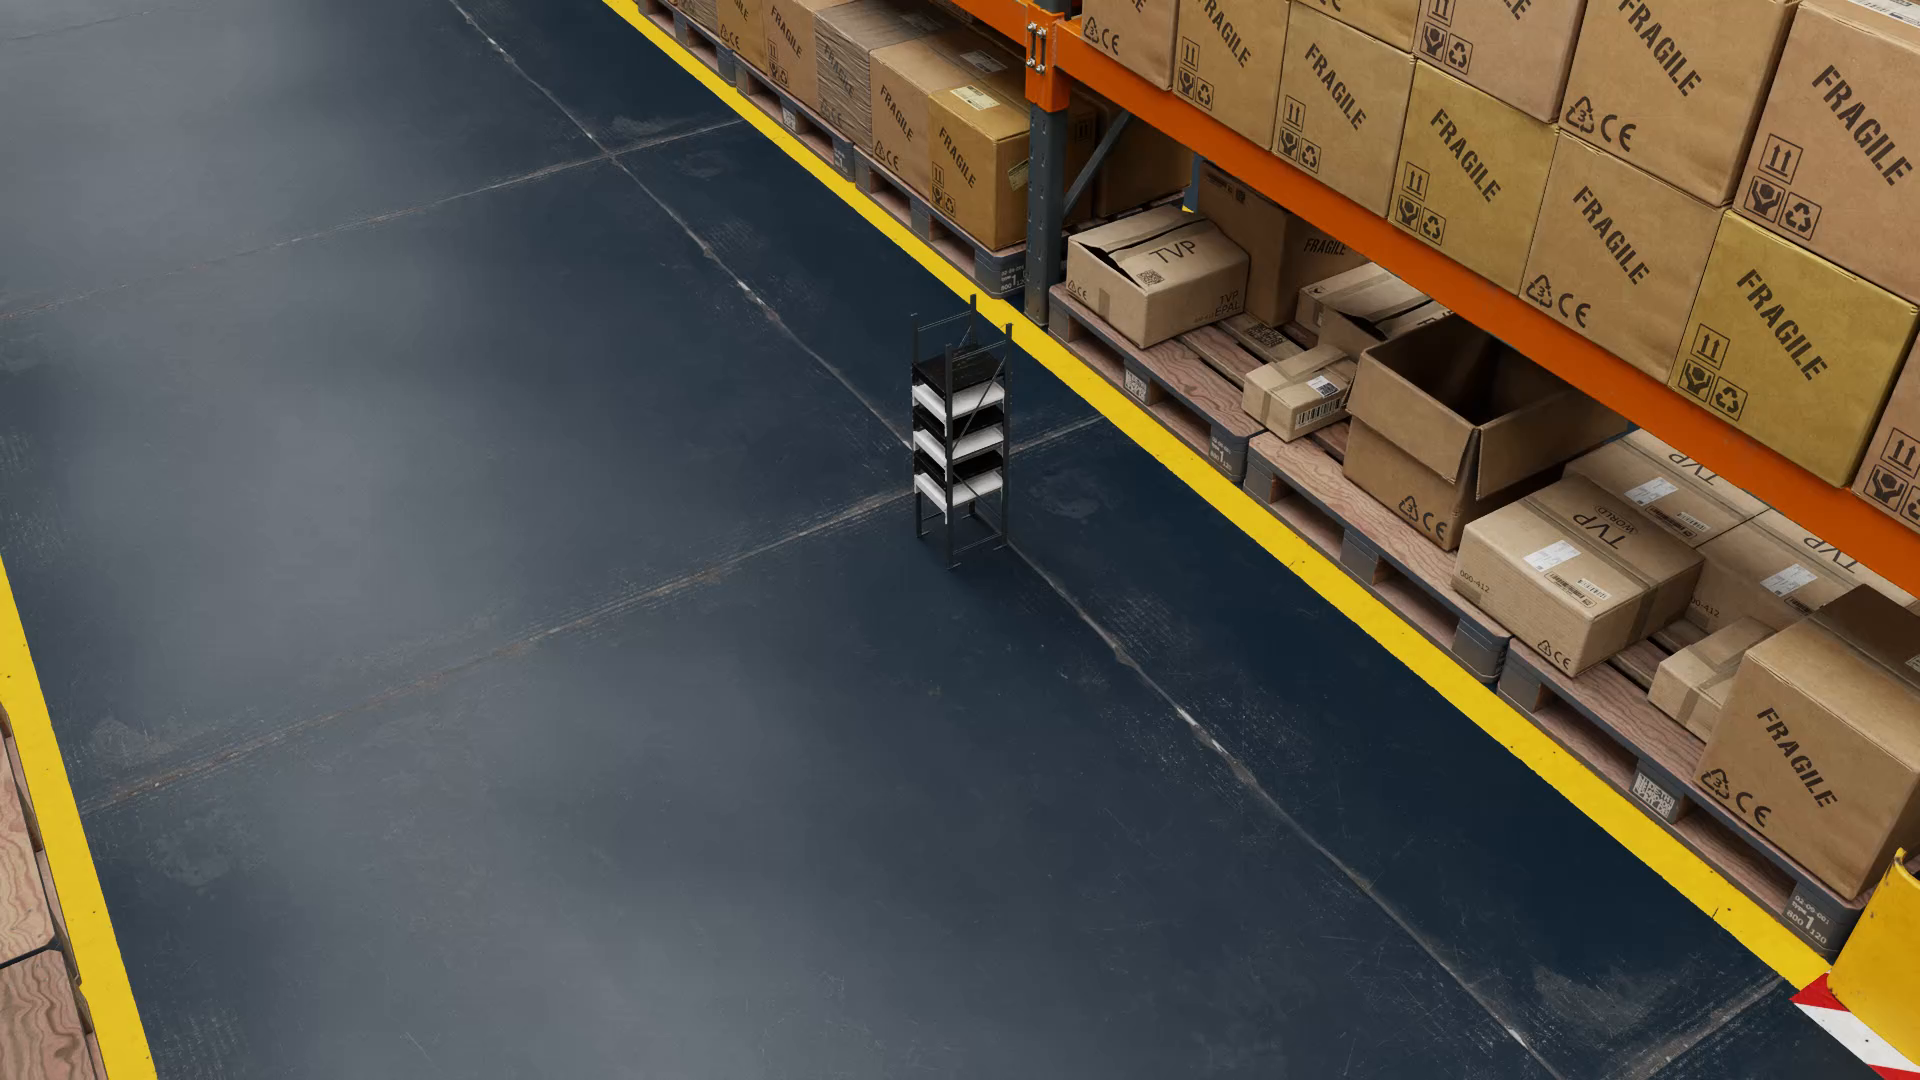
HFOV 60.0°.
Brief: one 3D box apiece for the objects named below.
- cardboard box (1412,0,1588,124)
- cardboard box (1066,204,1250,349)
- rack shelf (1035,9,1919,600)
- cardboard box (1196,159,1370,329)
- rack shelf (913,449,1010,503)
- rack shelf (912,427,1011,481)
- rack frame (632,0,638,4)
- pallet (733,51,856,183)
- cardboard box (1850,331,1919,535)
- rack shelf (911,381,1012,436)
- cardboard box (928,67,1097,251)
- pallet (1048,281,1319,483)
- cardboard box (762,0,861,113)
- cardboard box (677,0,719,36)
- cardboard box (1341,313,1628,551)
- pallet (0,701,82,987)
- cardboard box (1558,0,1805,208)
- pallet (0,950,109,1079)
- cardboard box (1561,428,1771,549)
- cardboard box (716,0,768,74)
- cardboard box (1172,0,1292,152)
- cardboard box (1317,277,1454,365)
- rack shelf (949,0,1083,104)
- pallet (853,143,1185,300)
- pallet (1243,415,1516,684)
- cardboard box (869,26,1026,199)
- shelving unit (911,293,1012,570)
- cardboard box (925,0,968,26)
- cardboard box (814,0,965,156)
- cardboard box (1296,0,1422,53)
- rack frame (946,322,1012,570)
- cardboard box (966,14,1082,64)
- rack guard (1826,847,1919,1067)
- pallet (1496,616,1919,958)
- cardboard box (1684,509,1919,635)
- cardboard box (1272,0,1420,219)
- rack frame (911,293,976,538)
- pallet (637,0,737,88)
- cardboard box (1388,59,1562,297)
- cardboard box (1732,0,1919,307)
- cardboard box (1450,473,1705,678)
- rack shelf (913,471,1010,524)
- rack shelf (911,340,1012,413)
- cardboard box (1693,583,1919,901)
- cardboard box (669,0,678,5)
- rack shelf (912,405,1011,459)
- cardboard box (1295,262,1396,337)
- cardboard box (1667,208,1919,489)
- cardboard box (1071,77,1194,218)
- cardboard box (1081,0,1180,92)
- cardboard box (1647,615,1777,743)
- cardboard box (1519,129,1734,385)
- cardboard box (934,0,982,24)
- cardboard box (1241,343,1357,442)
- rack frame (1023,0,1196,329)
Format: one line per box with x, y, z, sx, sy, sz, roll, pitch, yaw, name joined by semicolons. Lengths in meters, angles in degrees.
1.565;-1.455;4.294;0.500;0.500;0.500;-21;44;-23;cardboard box
0.760;-1.053;6.427;0.500;0.311;0.500;-22;45;-24;cardboard box
1.792;-0.862;5.003;1.077;0.370;4.000;-22;45;-24;rack shelf
1.263;-1.217;6.476;0.500;0.500;0.500;-22;45;-24;cardboard box
0.004;-0.247;5.536;0.258;0.077;0.200;-22;45;-24;rack shelf
0.004;-0.316;5.478;0.258;0.077;0.200;-22;45;-24;rack shelf
-1.434;-4.377;8.659;1.000;3.000;0.127;-22;45;-24;rack frame
-0.412;-2.232;8.263;1.003;0.211;1.213;-22;45;-24;pallet
2.398;-0.245;3.623;0.500;0.500;0.500;-21;44;-23;cardboard box
0.004;-0.454;5.363;0.258;0.077;0.200;-22;45;-24;rack shelf
0.210;-1.594;6.929;0.500;0.500;0.500;-22;45;-25;cardboard box
1.086;-0.775;6.516;1.003;0.211;1.213;-22;45;-24;pallet
-0.593;-2.408;7.906;0.500;0.500;0.500;-24;45;-26;cardboard box
-1.144;-2.961;8.569;0.500;0.500;0.500;-24;45;-26;cardboard box
1.732;-0.416;5.512;0.797;0.503;0.637;-22;45;-24;cardboard box
-3.033;0.940;4.457;1.003;0.211;1.213;-22;45;-24;pallet
1.842;-1.178;3.961;0.500;0.500;0.500;-21;44;-23;cardboard box
-2.373;1.599;3.666;1.003;0.211;1.213;-22;45;-24;pallet
2.277;-0.102;5.334;0.500;0.250;0.500;-22;45;-24;cardboard box
-0.878;-2.688;8.242;0.500;0.500;0.500;-23;45;-25;cardboard box
1.039;-1.612;5.263;0.500;0.500;0.500;-21;44;-24;cardboard box
1.666;-0.739;6.051;0.500;0.311;0.500;-22;45;-24;cardboard box
-0.358;-3.021;7.594;1.077;0.370;4.000;-22;45;-24;rack shelf
0.248;-1.573;7.472;1.003;0.211;1.213;-22;45;-24;pallet
1.746;-0.116;5.725;1.003;0.211;1.213;-22;45;-24;pallet
-0.049;-1.864;7.253;0.500;0.500;0.500;-22;45;-24;cardboard box
0.004;-0.341;5.457;0.258;0.900;0.210;-22;45;-24;shelving unit
0.104;-2.328;7.809;0.500;0.500;0.500;-22;44;-24;cardboard box
-0.318;-2.135;7.578;0.500;0.500;0.500;-22;44;-24;cardboard box
1.287;-1.733;4.628;0.500;0.500;0.500;-24;45;-26;cardboard box
0.059;-0.286;5.391;0.240;0.900;0.006;-22;45;-24;rack frame
0.366;-2.056;7.483;0.500;0.500;0.500;-22;44;-24;cardboard box
2.827;0.860;4.327;1.175;0.500;0.348;-22;45;-24;rack guard
2.398;0.542;4.935;1.003;0.211;1.213;-22;45;-24;pallet
2.546;0.167;5.010;0.500;0.250;0.500;-22;45;-24;cardboard box
1.306;-1.341;4.938;0.500;0.500;0.500;-22;45;-25;cardboard box
-0.050;-0.396;5.523;0.240;0.900;0.006;-22;45;-24;rack frame
-1.064;-2.890;9.053;1.003;0.211;1.213;-22;45;-24;pallet
1.581;-1.067;4.610;0.500;0.500;0.500;-23;45;-25;cardboard box
2.124;-0.899;3.627;0.500;0.500;0.500;-21;44;-23;cardboard box
1.882;0.097;5.095;0.500;0.250;0.500;-22;45;-24;cardboard box
0.004;-0.177;5.593;0.258;0.077;0.200;-22;45;-24;rack shelf
0.004;-0.523;5.305;0.258;0.077;0.200;-22;45;-24;rack shelf
2.368;0.524;4.387;0.500;0.500;0.500;-22;45;-24;cardboard box
-1.430;-3.241;8.906;0.500;0.500;0.500;-20;44;-23;cardboard box
0.004;-0.385;5.420;0.258;0.077;0.200;-22;45;-24;rack shelf
1.515;-0.900;6.370;0.380;0.149;0.250;-22;45;-24;cardboard box
2.116;-0.524;3.958;0.500;0.500;0.500;-22;45;-24;cardboard box
0.662;-1.772;7.142;0.500;0.500;0.500;-24;46;-26;cardboard box
0.761;-1.887;5.594;0.500;0.500;0.500;-21;44;-23;cardboard box
2.226;0.402;4.794;0.380;0.166;0.250;-22;45;-24;cardboard box
1.852;-0.795;4.283;0.500;0.500;0.500;-22;45;-24;cardboard box
0.125;-2.599;7.549;0.500;0.250;0.500;-22;45;-24;cardboard box
1.234;-0.534;5.917;0.380;0.166;0.250;-22;45;-24;cardboard box
0.717;-2.218;6.068;1.000;3.000;0.127;-22;45;-24;rack frame
